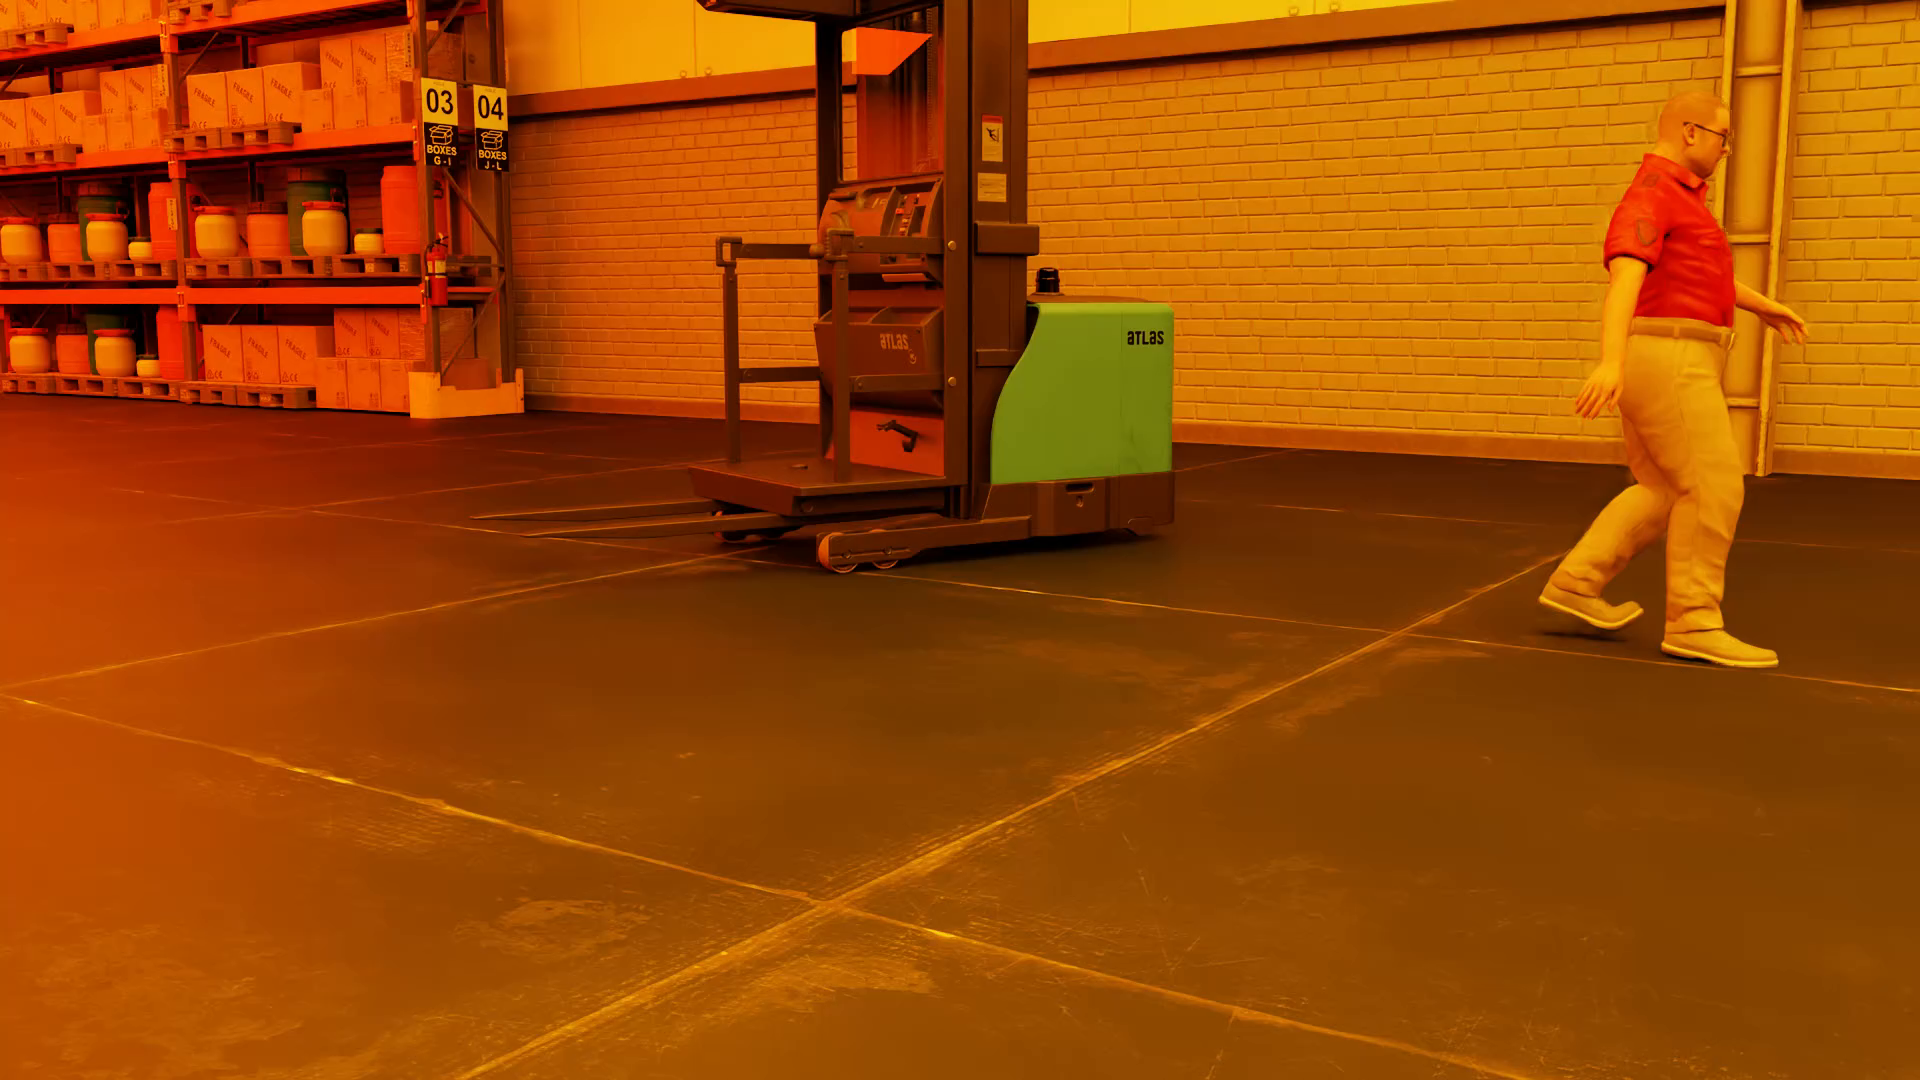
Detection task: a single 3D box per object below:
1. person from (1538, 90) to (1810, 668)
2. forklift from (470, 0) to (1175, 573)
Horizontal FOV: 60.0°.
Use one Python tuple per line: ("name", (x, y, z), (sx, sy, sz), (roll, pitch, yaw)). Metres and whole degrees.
("person", (2.190, -0.495, 5.071), (0.740, 1.709, 0.943), (4, 9, 24))
("forklift", (-0.524, -1.402, 7.054), (3.031, 2.935, 1.130), (-5, 10, -33))
